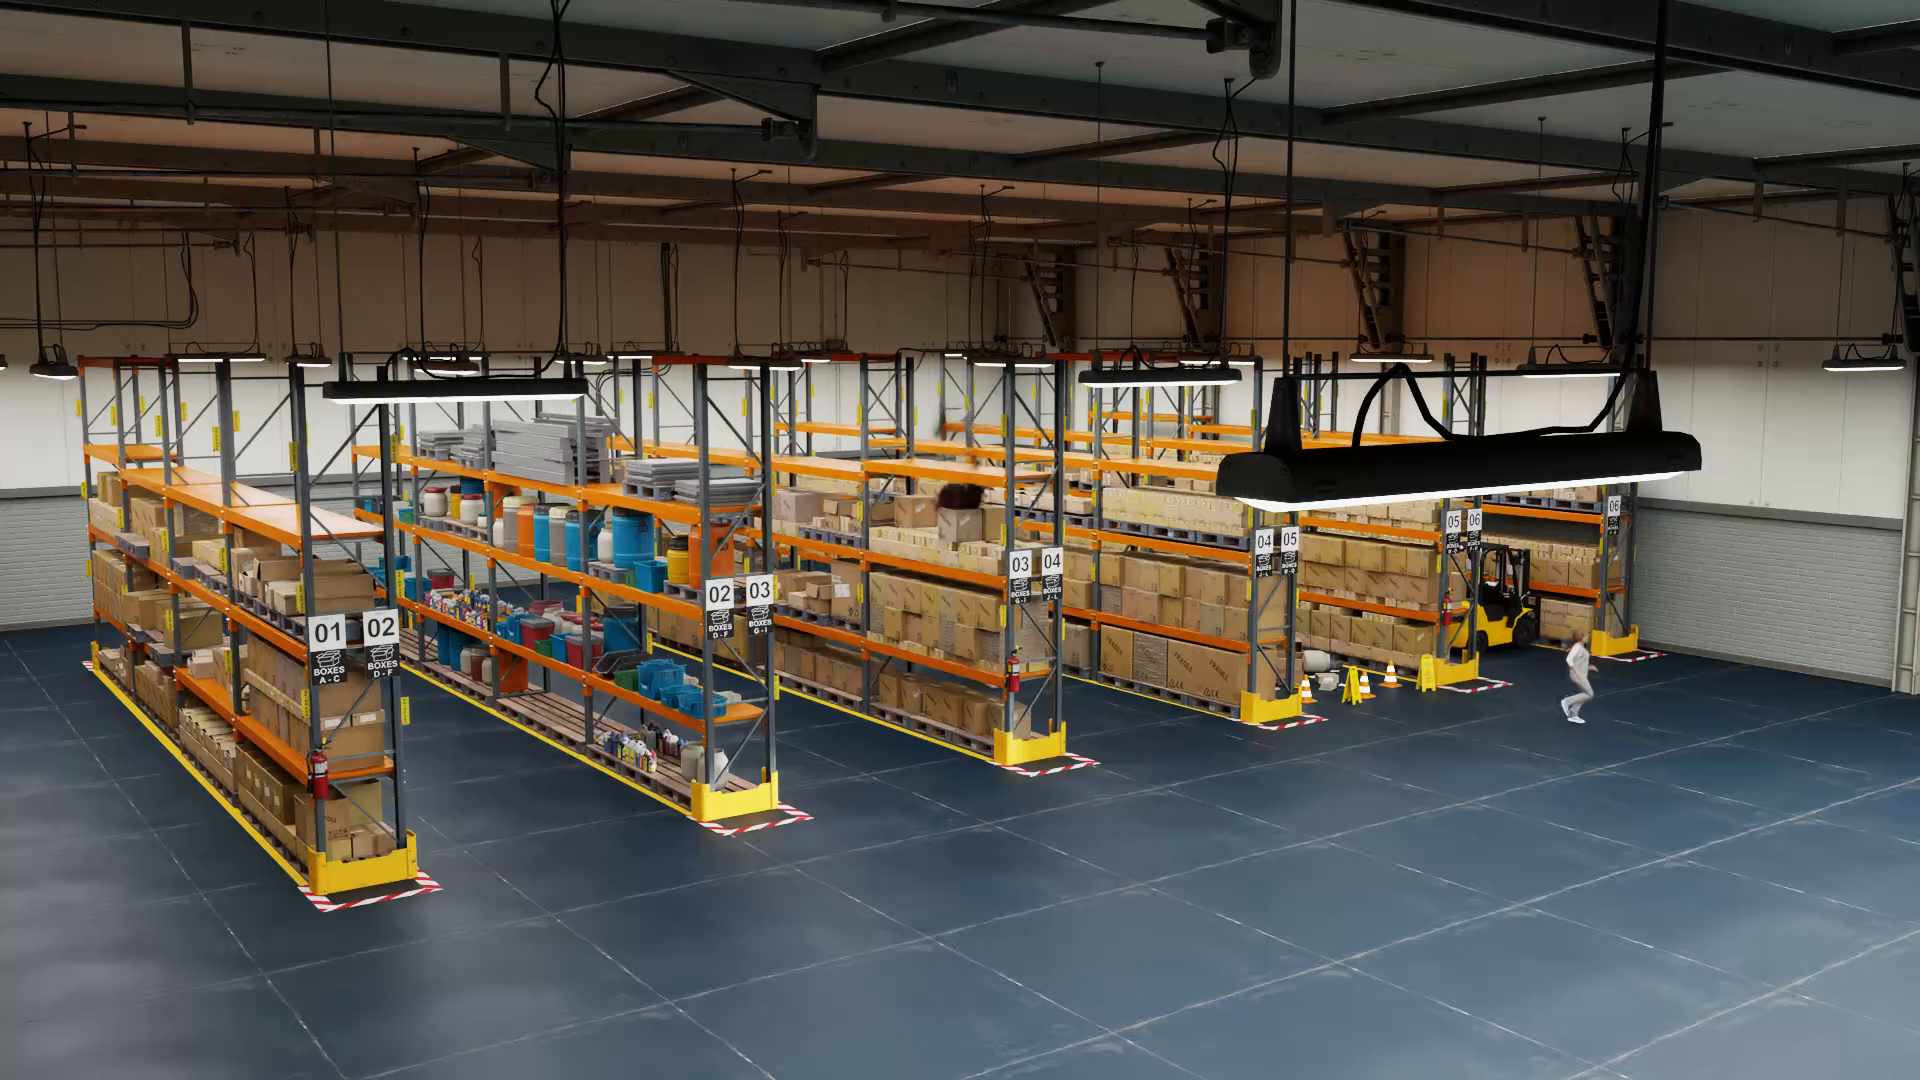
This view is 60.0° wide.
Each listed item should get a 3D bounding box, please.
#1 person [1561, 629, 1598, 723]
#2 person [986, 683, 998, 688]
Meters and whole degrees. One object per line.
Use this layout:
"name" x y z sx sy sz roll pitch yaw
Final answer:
"person" 10.232 2.247 27.443 0.547 1.554 0.544 3 8 25
"person" 0.518 1.867 30.277 0.582 1.630 0.566 -6 9 -40
